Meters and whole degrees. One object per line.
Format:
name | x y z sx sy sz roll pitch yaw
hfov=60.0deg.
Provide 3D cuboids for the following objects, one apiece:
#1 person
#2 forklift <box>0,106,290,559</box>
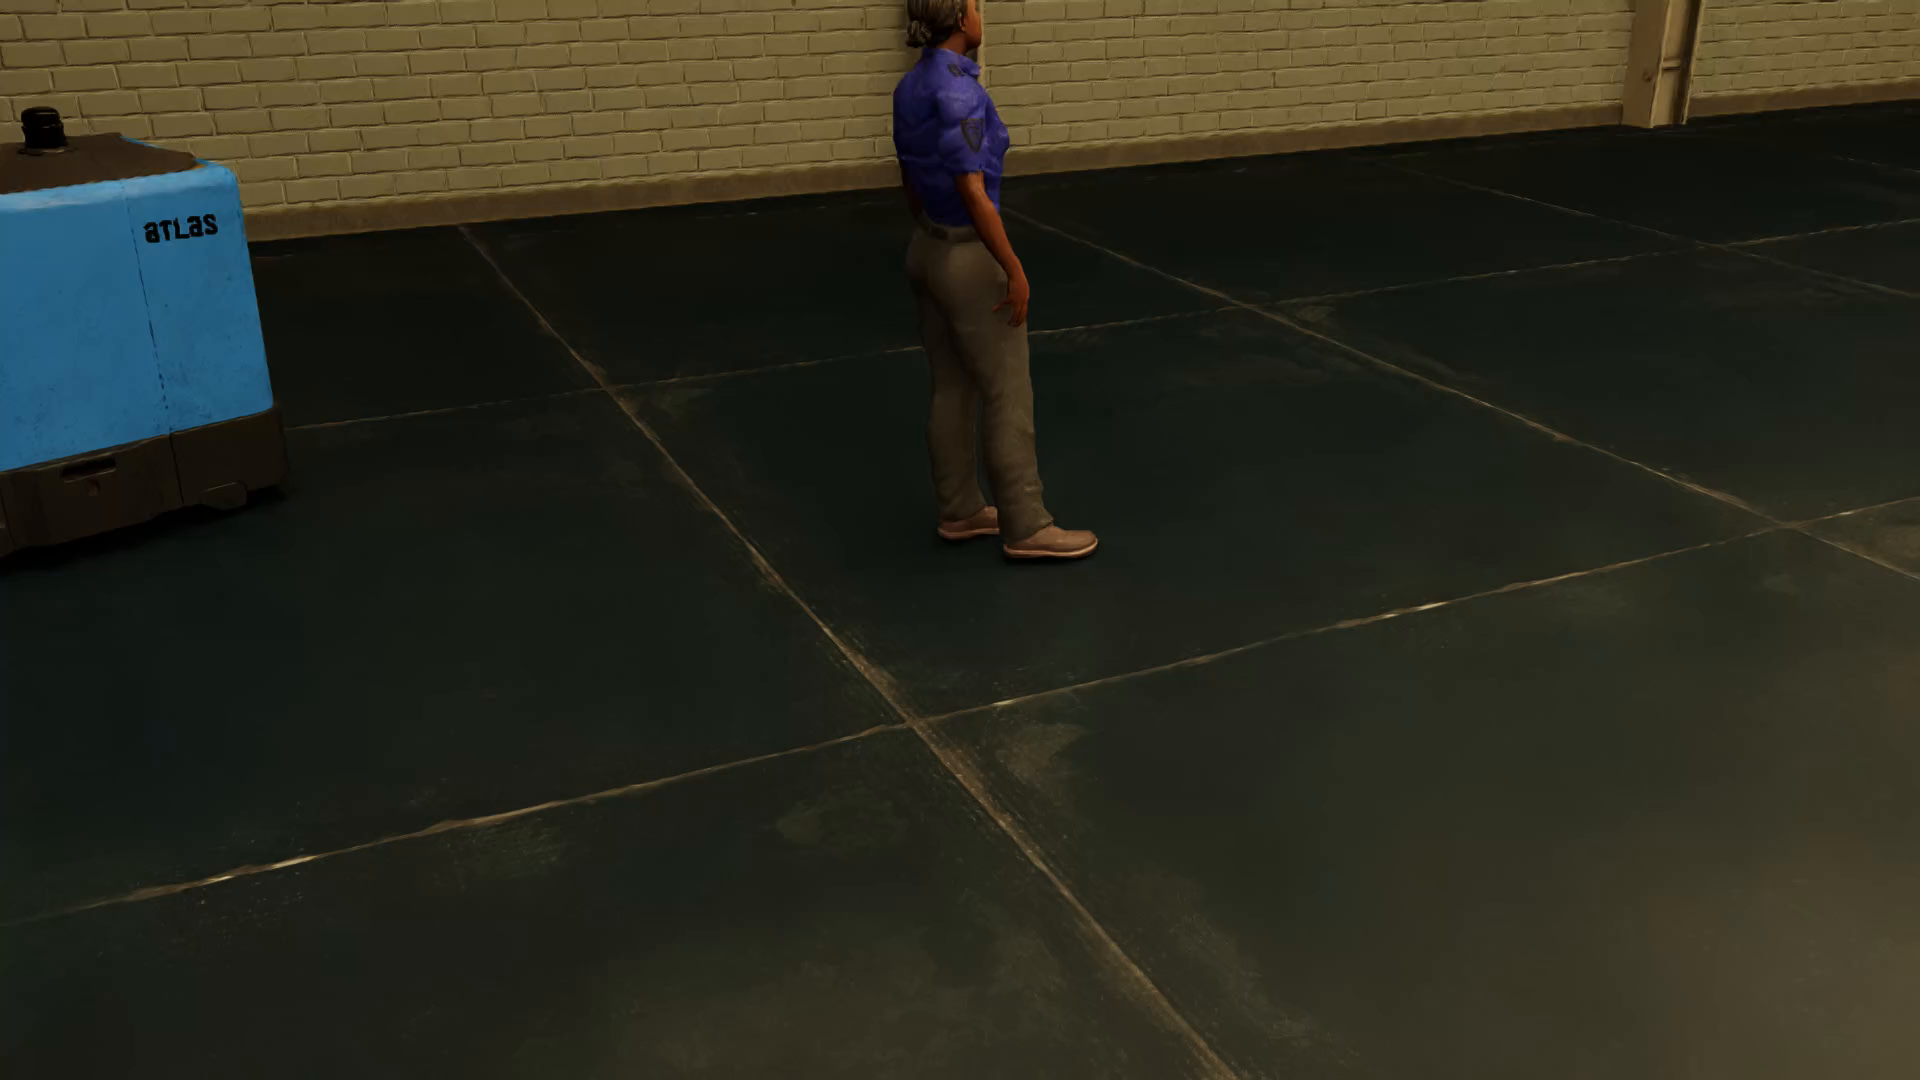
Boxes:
person | 0.088 -0.773 4.807 0.503 1.642 0.570 -10 25 -23
forklift | -3.579 -1.219 4.221 1.130 2.935 3.031 21 30 41
